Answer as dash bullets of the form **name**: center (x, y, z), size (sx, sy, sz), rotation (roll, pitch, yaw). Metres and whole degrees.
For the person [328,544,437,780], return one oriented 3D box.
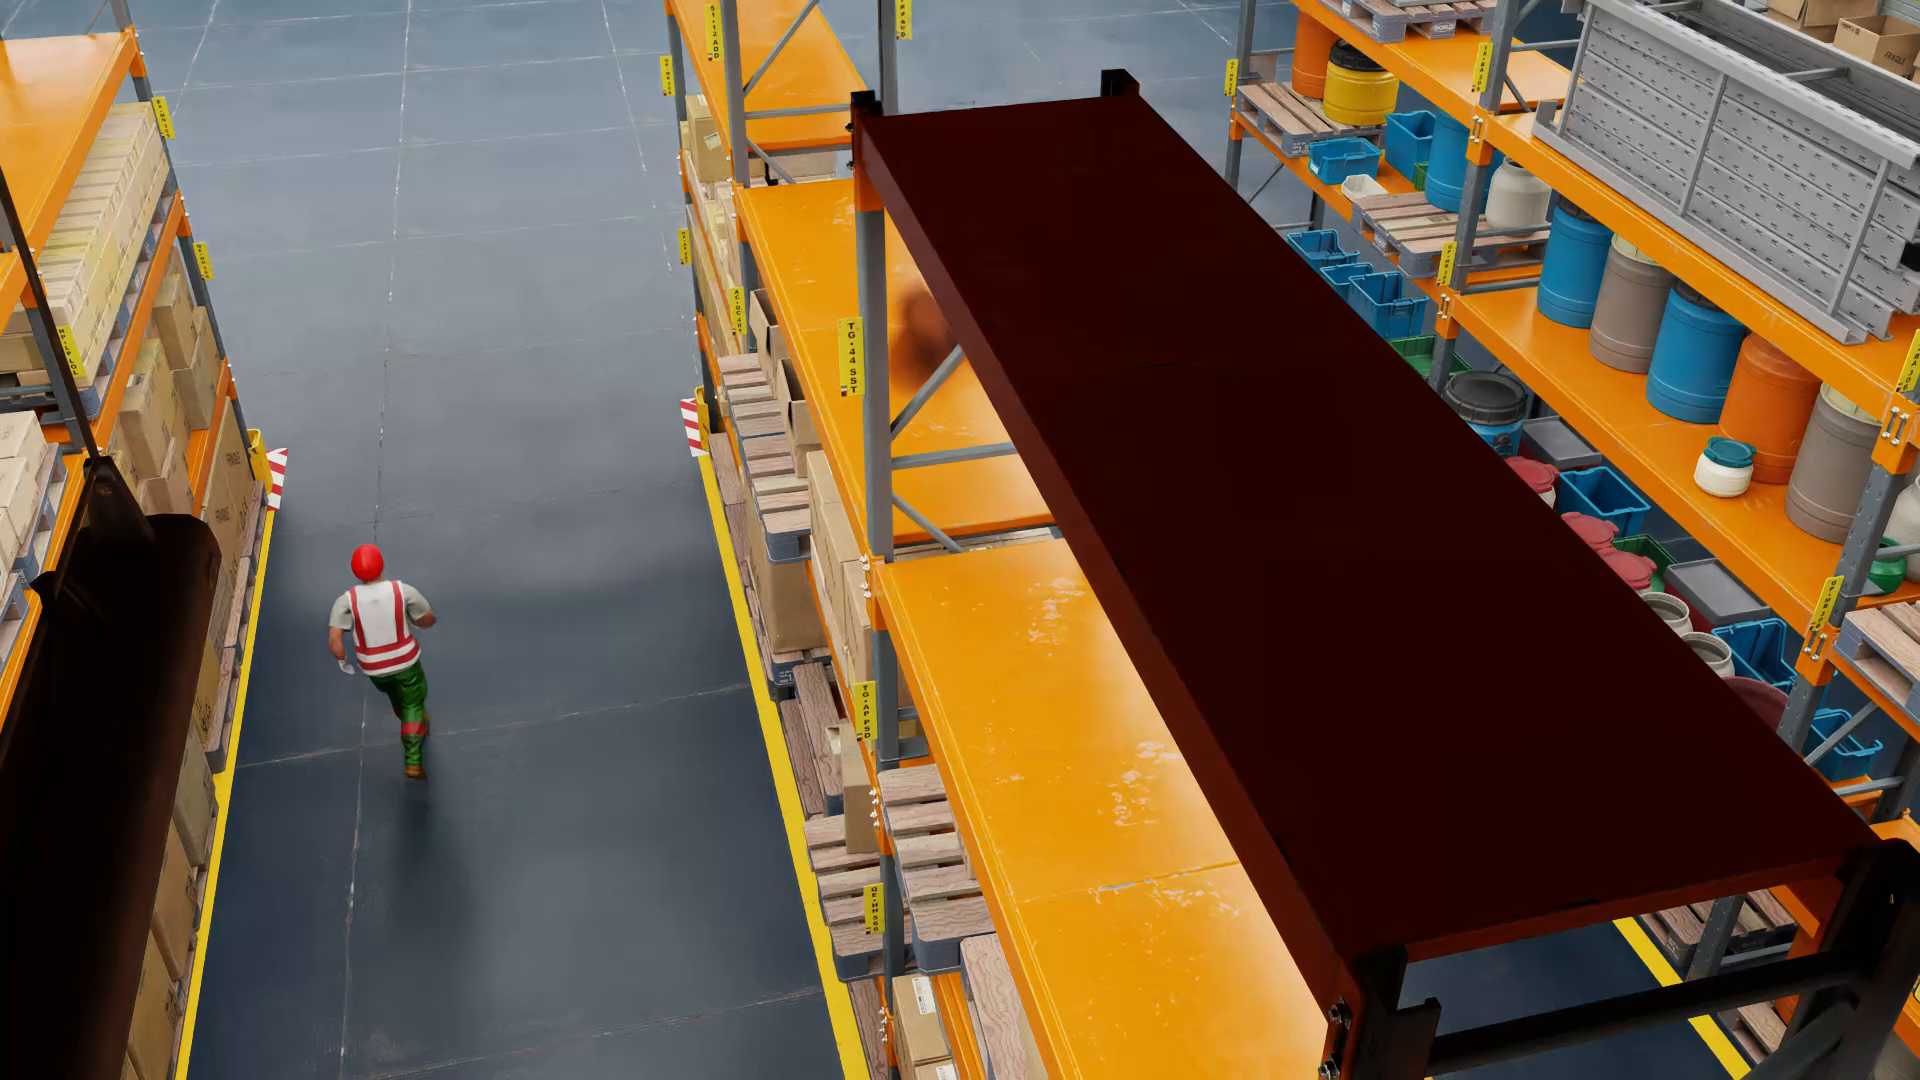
- **person**: center (-3.854, 0.841, 11.290), size (0.685, 1.775, 1.032), rotation (-10, 36, -14)
